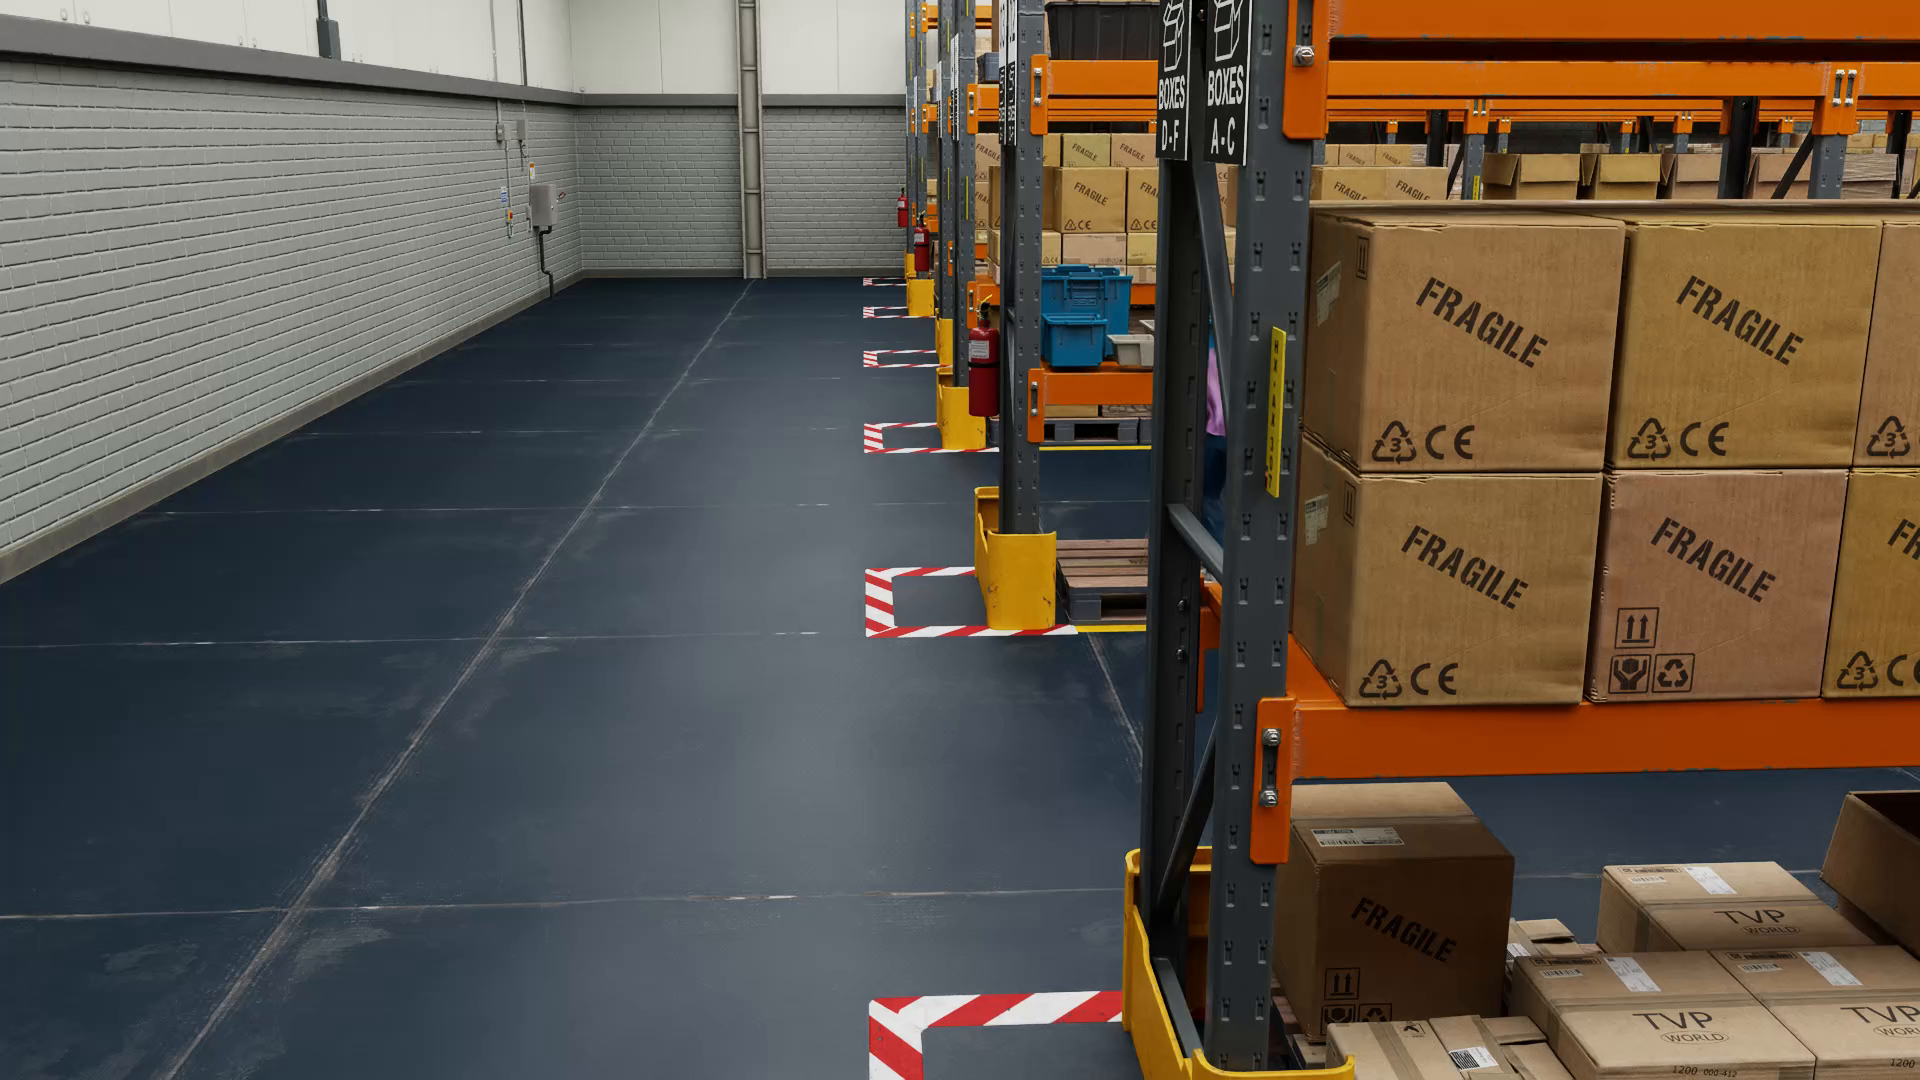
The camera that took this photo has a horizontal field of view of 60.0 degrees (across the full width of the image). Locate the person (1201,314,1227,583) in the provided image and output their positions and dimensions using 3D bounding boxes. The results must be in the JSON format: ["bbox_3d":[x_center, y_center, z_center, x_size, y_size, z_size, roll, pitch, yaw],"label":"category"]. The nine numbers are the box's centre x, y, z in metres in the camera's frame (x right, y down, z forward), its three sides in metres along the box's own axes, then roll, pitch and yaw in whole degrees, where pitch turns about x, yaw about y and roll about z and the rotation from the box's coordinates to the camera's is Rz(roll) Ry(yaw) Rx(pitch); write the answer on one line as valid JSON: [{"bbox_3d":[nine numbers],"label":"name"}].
[{"bbox_3d":[1.309,-0.502,8.488,0.378,1.460,0.632,-8,16,-31],"label":"person"}]
